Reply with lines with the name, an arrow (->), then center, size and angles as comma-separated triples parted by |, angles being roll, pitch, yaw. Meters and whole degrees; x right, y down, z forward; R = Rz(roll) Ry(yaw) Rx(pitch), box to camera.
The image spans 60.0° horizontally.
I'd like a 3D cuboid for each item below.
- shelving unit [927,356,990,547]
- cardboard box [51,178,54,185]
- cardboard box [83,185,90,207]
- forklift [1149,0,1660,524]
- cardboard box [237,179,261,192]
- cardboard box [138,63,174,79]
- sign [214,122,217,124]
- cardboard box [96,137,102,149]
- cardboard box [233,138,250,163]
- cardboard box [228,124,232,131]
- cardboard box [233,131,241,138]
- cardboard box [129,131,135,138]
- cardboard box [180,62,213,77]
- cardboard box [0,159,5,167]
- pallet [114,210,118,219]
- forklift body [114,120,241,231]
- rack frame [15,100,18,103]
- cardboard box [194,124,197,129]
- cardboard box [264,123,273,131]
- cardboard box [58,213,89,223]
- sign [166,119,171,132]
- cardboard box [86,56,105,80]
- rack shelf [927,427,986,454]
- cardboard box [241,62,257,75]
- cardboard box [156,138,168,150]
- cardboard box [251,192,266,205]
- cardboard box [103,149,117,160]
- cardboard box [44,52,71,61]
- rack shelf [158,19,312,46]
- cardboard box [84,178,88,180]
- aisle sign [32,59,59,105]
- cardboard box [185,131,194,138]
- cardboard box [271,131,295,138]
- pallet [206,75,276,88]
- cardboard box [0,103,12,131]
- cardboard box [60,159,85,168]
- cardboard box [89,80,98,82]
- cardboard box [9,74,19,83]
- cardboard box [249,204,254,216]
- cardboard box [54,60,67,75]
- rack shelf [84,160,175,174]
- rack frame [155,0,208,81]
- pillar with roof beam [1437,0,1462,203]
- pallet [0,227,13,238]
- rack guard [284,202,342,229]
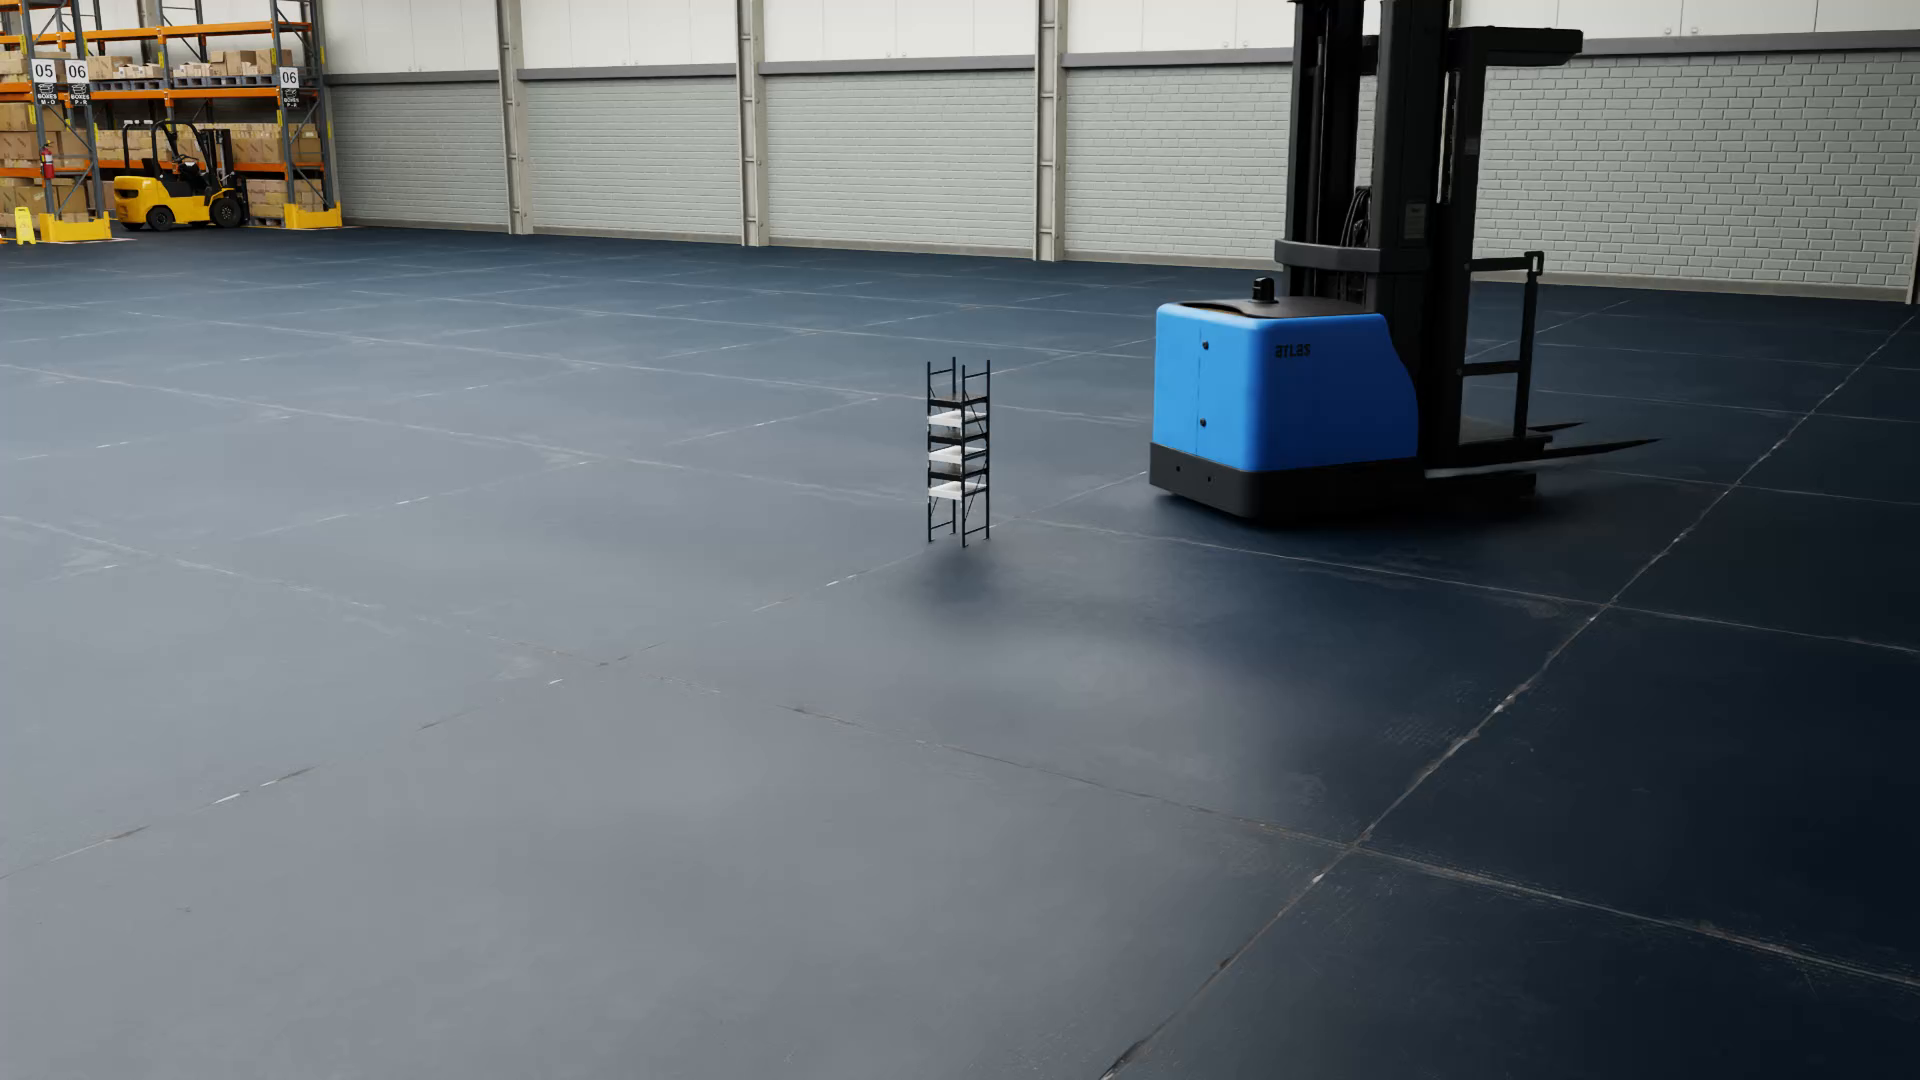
shelving unit -> -0.007, -0.438, 8.219 | 0.210, 0.900, 0.258 | 9, 17, 33
cardboard box -> -21.296, -8.492, 39.362 | 0.250, 0.149, 0.380 | 10, 17, 34
cardboard box -> -20.584, -8.056, 38.952 | 0.500, 0.500, 0.500 | 10, 17, 34
forklift -> 2.617, -1.721, 9.177 | 3.031, 2.935, 1.130 | -6, 15, -24
cardboard box -> -14.883, -7.466, 35.007 | 0.500, 0.250, 0.500 | 9, 17, 34
cardboard box -> -17.531, -10.229, 36.263 | 0.500, 0.311, 0.500 | 9, 16, 31
sign -> -16.486, -9.085, 36.813 | 0.005, 0.325, 0.100 | 9, 17, 33
cardboard box -> -19.467, -9.046, 37.895 | 0.500, 0.250, 0.500 | 10, 17, 35
cardboard box -> -14.881, -8.181, 34.921 | 0.500, 0.500, 0.500 | 9, 16, 32
cardboard box -> -15.166, -8.697, 35.037 | 0.250, 0.149, 0.380 | 9, 17, 34
cardboard box -> -14.997, -8.500, 34.859 | 0.250, 0.149, 0.380 | 9, 17, 33
cardboard box -> -18.279, -9.046, 37.064 | 0.250, 0.149, 0.380 | 9, 17, 33
cardboard box -> -16.240, -10.020, 35.420 | 0.500, 0.311, 0.500 | 10, 17, 34
cardboard box -> -17.773, -7.032, 31.009 | 0.250, 0.149, 0.380 | 9, 17, 32
pallet -> -18.444, -7.416, 37.842 | 1.213, 0.211, 1.003 | 9, 17, 33
forklift body -> -16.067, -7.457, 33.972 | 1.214, 2.155, 2.313 | 9, 17, 33
rack frame -> -23.433, -9.588, 40.813 | 0.127, 3.000, 1.000 | 9, 17, 33
cardboard box -> -16.211, -8.872, 35.742 | 0.250, 0.149, 0.380 | 9, 16, 32
cardboard box -> -14.112, -8.519, 34.319 | 0.250, 0.149, 0.380 | 9, 17, 33
cardboard box -> -16.757, -6.021, 31.252 | 0.500, 0.250, 0.500 | 9, 17, 32
sign -> -17.089, -8.929, 35.907 | 0.005, 0.325, 0.100 | 9, 17, 33
cardboard box -> -19.174, -10.615, 37.430 | 0.500, 0.500, 0.700 | 9, 16, 32
rack shelf -> -0.007, -0.493, 8.206 | 0.200, 0.077, 0.258 | 9, 17, 33
cardboard box -> -14.543, -9.706, 34.247 | 0.258, 0.266, 0.396 | 9, 17, 33
cardboard box -> -17.344, -8.700, 36.497 | 0.500, 0.250, 0.500 | 9, 16, 32
cardboard box -> -14.464, -7.163, 34.824 | 0.500, 0.250, 0.500 | 9, 17, 32
cardboard box -> -19.036, -8.734, 37.677 | 0.500, 0.250, 0.500 | 9, 16, 31
cardboard box -> -16.423, -8.798, 30.243 | 0.250, 0.149, 0.380 | 9, 17, 32
rack shelf -> -15.135, -10.616, 34.809 | 4.000, 0.370, 1.077 | 9, 17, 33
cardboard box -> -20.578, -8.530, 39.517 | 0.250, 0.149, 0.380 | 10, 17, 35
aisle sign -> -16.353, -8.184, 29.732 | 0.004, 0.787, 0.394 | 9, 17, 33
cardboard box -> -16.461, -8.749, 35.865 | 0.250, 0.149, 0.380 | 10, 17, 34
cardboard box -> -13.919, -8.333, 34.184 | 0.250, 0.149, 0.380 | 9, 17, 34
pallet -> -15.064, -9.655, 35.026 | 1.213, 0.211, 1.003 | 9, 17, 33
cardboard box -> -17.204, -7.761, 30.525 | 0.500, 0.500, 0.700 | 9, 17, 33
cardboard box -> -16.409, -6.953, 30.693 | 0.250, 0.149, 0.380 | 9, 17, 33
cardboard box -> -20.283, -10.725, 38.646 | 0.250, 0.149, 0.380 | 9, 17, 33
cardboard box -> -16.919, -8.342, 30.058 | 0.250, 0.149, 0.380 | 9, 17, 33
cardboard box -> -14.859, -6.985, 35.147 | 0.500, 0.250, 0.500 | 9, 17, 33
cardboard box -> -16.511, -8.637, 30.421 | 0.500, 0.250, 0.500 | 9, 16, 32
rack shelf -> -18.454, -8.434, 37.649 | 4.000, 0.370, 1.077 | 9, 17, 33
rack frame -> -16.794, -11.427, 35.758 | 0.127, 3.000, 1.000 | 9, 17, 33
pillar with roof beam -> 3.962, -7.087, 18.225 | 0.400, 9.000, 9.100 | 9, 17, 33
pallet -> -17.968, -5.925, 31.818 | 1.213, 0.211, 1.003 | 9, 17, 33
rack guard -> -13.455, -6.762, 34.599 | 0.348, 0.500, 1.175 | 9, 17, 33
